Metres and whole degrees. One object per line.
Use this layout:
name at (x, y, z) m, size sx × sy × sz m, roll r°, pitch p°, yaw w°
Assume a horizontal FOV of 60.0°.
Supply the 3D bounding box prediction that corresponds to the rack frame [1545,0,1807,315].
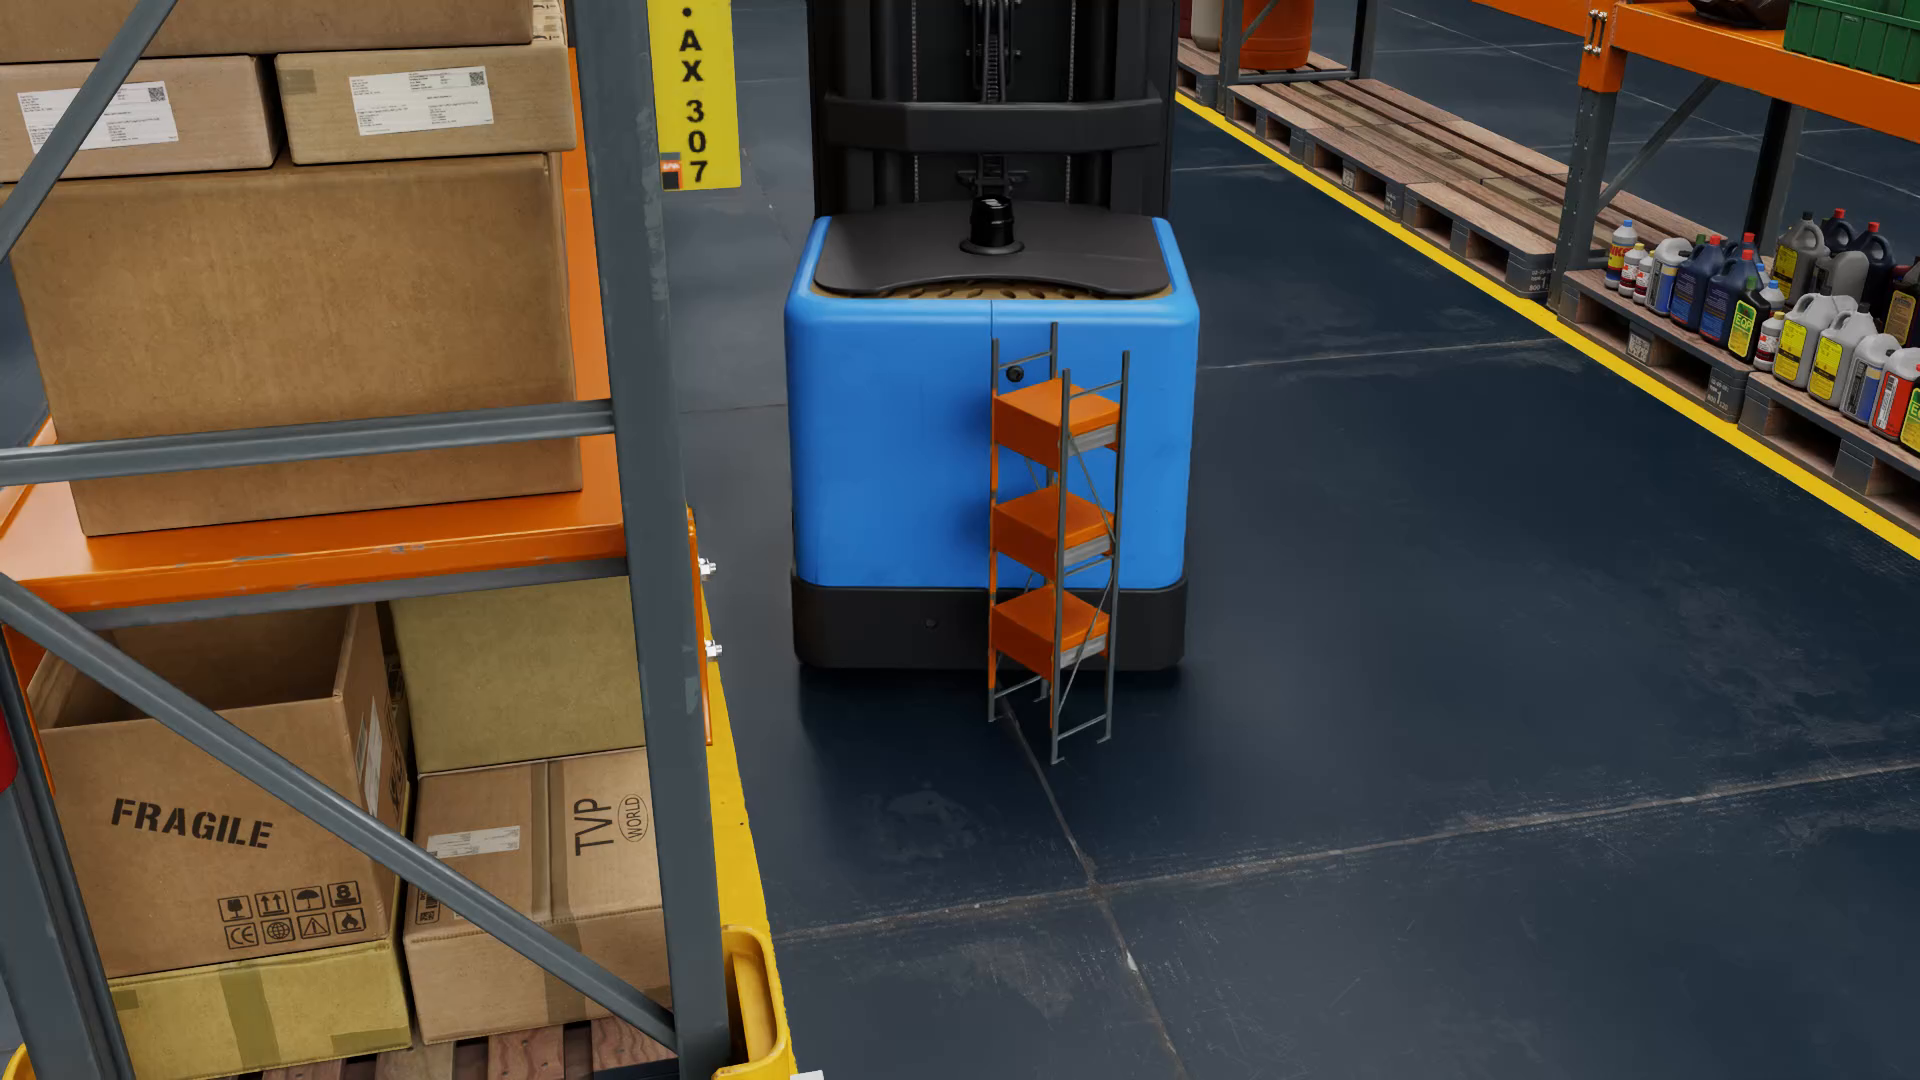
rack frame at (3.054, -2.375, 6.627) m, size 1.000 × 3.000 × 0.127 m, roll -6°, pitch 27°, yaw -12°

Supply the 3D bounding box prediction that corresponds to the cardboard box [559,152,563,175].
cardboard box at (-1.315, -1.048, 3.887) m, size 0.700 × 0.500 × 0.500 m, roll -5°, pitch 27°, yaw -10°

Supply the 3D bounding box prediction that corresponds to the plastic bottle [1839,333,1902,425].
plastic bottle at (3.053, -0.536, 5.517) m, size 0.152 × 0.276 × 0.135 m, roll -7°, pitch 28°, yaw -13°

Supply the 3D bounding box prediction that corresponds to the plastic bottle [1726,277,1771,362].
plastic bottle at (2.871, -0.803, 6.038) m, size 0.061 × 0.283 × 0.133 m, roll -5°, pitch 27°, yaw -9°

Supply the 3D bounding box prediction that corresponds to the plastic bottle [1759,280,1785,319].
plastic bottle at (2.944, -0.814, 6.072) m, size 0.097 × 0.271 × 0.097 m, roll 0°, pitch 27°, yaw 0°

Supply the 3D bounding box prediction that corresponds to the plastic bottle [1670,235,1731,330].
plastic bottle at (2.832, -0.993, 6.339) m, size 0.144 × 0.351 × 0.185 m, roll -5°, pitch 27°, yaw -10°

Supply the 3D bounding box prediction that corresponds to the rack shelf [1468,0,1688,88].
rack shelf at (2.603, -2.932, 8.529) m, size 1.077 × 0.370 × 4.000 m, roll -6°, pitch 27°, yaw -12°

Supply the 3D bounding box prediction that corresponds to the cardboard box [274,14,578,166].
cardboard box at (-0.750, -0.646, 2.371) m, size 0.380 × 0.149 × 0.250 m, roll -6°, pitch 27°, yaw -12°

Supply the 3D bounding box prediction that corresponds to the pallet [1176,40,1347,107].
pallet at (1.934, -3.228, 11.412) m, size 1.003 × 0.211 × 1.213 m, roll -6°, pitch 27°, yaw -12°

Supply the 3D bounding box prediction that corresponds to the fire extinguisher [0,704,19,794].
fire extinguisher at (-1.297, 0.016, 1.976) m, size 0.296 × 0.674 × 0.183 m, roll -6°, pitch 27°, yaw -12°

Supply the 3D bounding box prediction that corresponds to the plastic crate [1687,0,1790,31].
plastic crate at (3.048, -2.105, 6.160) m, size 0.767 × 0.338 × 0.504 m, roll -6°, pitch 27°, yaw -12°

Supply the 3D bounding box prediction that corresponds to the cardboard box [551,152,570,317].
cardboard box at (-1.087, -0.599, 2.997) m, size 0.700 × 0.500 × 0.500 m, roll -5°, pitch 27°, yaw -10°

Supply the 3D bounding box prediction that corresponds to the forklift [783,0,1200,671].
forklift at (0.101, -1.583, 5.133) m, size 1.130 × 2.935 × 3.031 m, roll 0°, pitch 27°, yaw 1°

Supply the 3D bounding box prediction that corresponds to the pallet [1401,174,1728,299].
pallet at (2.839, -1.471, 7.931) m, size 1.003 × 0.211 × 1.213 m, roll -6°, pitch 27°, yaw -12°

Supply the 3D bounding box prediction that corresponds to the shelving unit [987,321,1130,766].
shelving unit at (0.229, 0.021, 4.042) m, size 0.215 × 1.050 × 0.252 m, roll -20°, pitch 33°, yaw -34°

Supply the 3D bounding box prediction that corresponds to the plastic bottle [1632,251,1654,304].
plastic bottle at (2.745, -1.049, 6.616) m, size 0.097 × 0.201 × 0.097 m, roll 0°, pitch 27°, yaw 0°

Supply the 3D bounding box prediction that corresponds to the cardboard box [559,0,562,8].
cardboard box at (-0.867, -0.872, 2.817) m, size 0.380 × 0.149 × 0.250 m, roll -6°, pitch 27°, yaw -11°

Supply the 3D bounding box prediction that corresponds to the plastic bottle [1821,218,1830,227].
plastic bottle at (3.484, -1.181, 6.788) m, size 0.061 × 0.283 × 0.133 m, roll -5°, pitch 27°, yaw -9°

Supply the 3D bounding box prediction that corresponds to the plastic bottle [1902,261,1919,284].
plastic bottle at (3.596, -0.910, 6.175) m, size 0.144 × 0.351 × 0.185 m, roll -6°, pitch 27°, yaw -12°

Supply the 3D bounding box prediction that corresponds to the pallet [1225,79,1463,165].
pallet at (2.289, -2.542, 10.053) m, size 1.003 × 0.211 × 1.213 m, roll -6°, pitch 27°, yaw -12°

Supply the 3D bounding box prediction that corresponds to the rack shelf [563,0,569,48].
rack shelf at (-2.223, -2.431, 7.535) m, size 1.077 × 0.370 × 4.000 m, roll -6°, pitch 27°, yaw -12°

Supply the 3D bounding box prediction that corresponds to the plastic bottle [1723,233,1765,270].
plastic bottle at (2.972, -1.007, 6.368) m, size 0.144 × 0.351 × 0.185 m, roll -6°, pitch 27°, yaw -12°

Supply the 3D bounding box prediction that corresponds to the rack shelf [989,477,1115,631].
rack shelf at (0.228, 0.031, 4.046) m, size 0.215 × 0.259 × 0.240 m, roll -20°, pitch 33°, yaw -34°

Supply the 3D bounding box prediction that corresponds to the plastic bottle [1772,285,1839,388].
plastic bottle at (2.970, -0.723, 5.805) m, size 0.144 × 0.351 × 0.185 m, roll -6°, pitch 27°, yaw -12°

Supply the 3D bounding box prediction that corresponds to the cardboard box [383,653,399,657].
cardboard box at (-1.519, 0.279, 3.954) m, size 0.500 × 0.250 × 0.500 m, roll -6°, pitch 27°, yaw -12°

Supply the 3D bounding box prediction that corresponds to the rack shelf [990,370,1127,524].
rack shelf at (0.229, -0.222, 3.918) m, size 0.215 × 0.259 × 0.240 m, roll -20°, pitch 33°, yaw -34°

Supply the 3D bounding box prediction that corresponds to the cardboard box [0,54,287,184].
cardboard box at (-1.143, -0.601, 2.280) m, size 0.380 × 0.149 × 0.250 m, roll -6°, pitch 27°, yaw -12°

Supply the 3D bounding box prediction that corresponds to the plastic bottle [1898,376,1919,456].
plastic bottle at (3.070, -0.414, 5.268) m, size 0.061 × 0.283 × 0.133 m, roll -5°, pitch 27°, yaw -10°

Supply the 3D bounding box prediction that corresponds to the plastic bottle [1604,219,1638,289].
plastic bottle at (2.699, -1.169, 6.777) m, size 0.097 × 0.271 × 0.097 m, roll 0°, pitch 27°, yaw 0°

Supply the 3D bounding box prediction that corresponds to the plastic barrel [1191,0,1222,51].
plastic barrel at (1.811, -3.660, 11.467) m, size 0.421 × 0.512 × 0.421 m, roll 0°, pitch 27°, yaw 0°

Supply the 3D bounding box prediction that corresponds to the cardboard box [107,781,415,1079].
cardboard box at (-1.280, 0.717, 3.087) m, size 0.500 × 0.250 × 0.500 m, roll -6°, pitch 27°, yaw -12°

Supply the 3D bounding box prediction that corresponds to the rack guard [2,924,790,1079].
rack guard at (-0.866, 1.009, 2.697) m, size 1.175 × 0.500 × 0.348 m, roll -6°, pitch 27°, yaw -12°

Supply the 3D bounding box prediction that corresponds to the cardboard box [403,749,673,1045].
cardboard box at (-0.775, 0.664, 3.191) m, size 0.500 × 0.250 × 0.500 m, roll -6°, pitch 27°, yaw -12°

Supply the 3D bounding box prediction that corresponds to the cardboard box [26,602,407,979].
cardboard box at (-1.282, 0.382, 2.917) m, size 0.500 × 0.500 × 0.500 m, roll -6°, pitch 27°, yaw -12°

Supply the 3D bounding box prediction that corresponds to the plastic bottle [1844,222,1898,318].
plastic bottle at (3.523, -1.051, 6.456) m, size 0.144 × 0.351 × 0.185 m, roll -7°, pitch 28°, yaw -14°

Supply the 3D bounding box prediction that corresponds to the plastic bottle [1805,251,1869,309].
plastic bottle at (3.385, -0.992, 6.421) m, size 0.152 × 0.276 × 0.135 m, roll -6°, pitch 27°, yaw -12°

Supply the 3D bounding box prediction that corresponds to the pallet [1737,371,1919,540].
pallet at (3.443, -0.295, 5.600) m, size 1.003 × 0.211 × 1.213 m, roll -6°, pitch 27°, yaw -12°

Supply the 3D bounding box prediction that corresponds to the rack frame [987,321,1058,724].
rack frame at (0.152, -0.022, 4.126) m, size 0.200 × 1.050 × 0.008 m, roll -20°, pitch 33°, yaw -34°

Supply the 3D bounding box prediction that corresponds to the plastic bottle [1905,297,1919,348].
plastic bottle at (3.525, -0.797, 6.026) m, size 0.061 × 0.283 × 0.133 m, roll -6°, pitch 27°, yaw -12°
